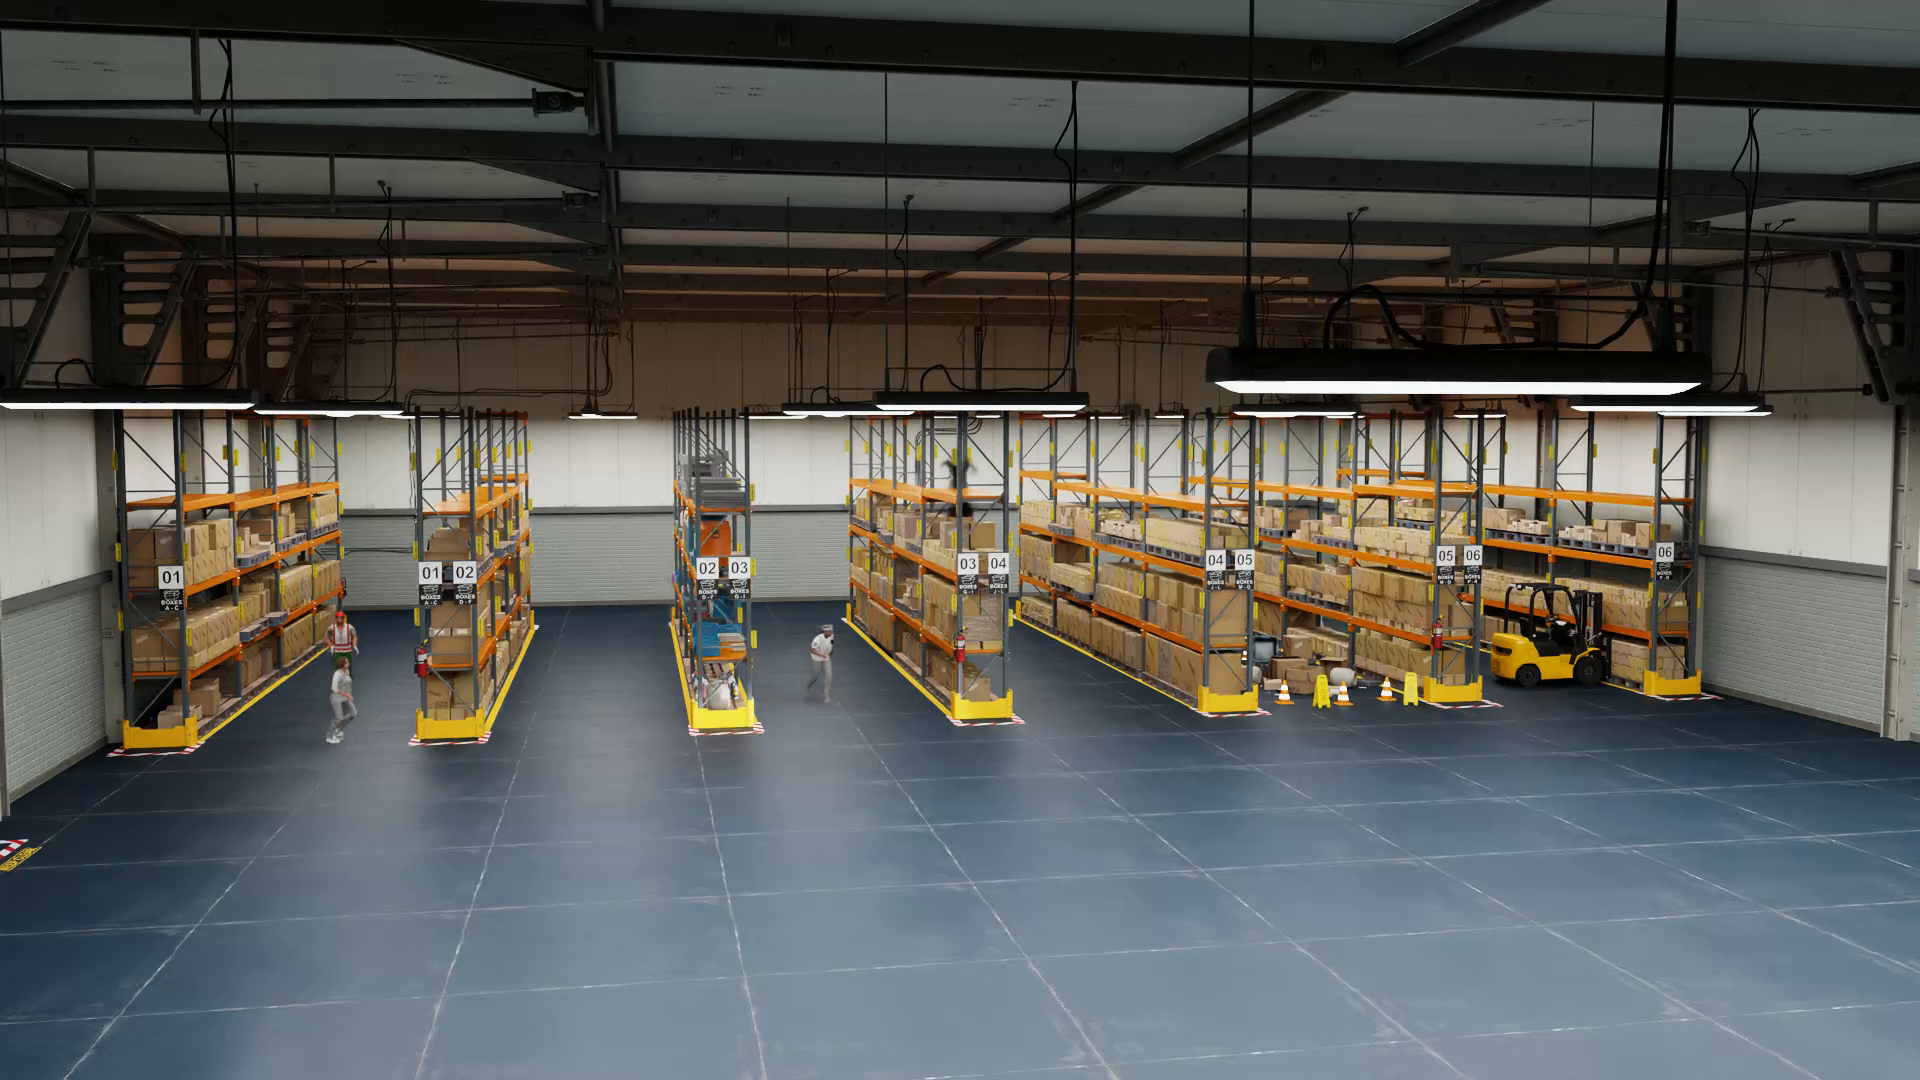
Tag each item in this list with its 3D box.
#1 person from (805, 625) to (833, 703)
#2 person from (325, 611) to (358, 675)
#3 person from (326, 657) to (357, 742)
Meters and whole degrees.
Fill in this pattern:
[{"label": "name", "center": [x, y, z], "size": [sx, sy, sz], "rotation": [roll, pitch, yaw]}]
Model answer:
[{"label": "person", "center": [-2.907, 2.512, 34.274], "size": [0.608, 1.637, 0.969], "rotation": [-3, 5, -37]}, {"label": "person", "center": [-13.078, 2.360, 35.182], "size": [0.660, 1.728, 0.645], "rotation": [-1, 4, -18]}, {"label": "person", "center": [-11.018, 2.839, 29.620], "size": [0.642, 1.546, 0.489], "rotation": [1, 4, 18]}]
